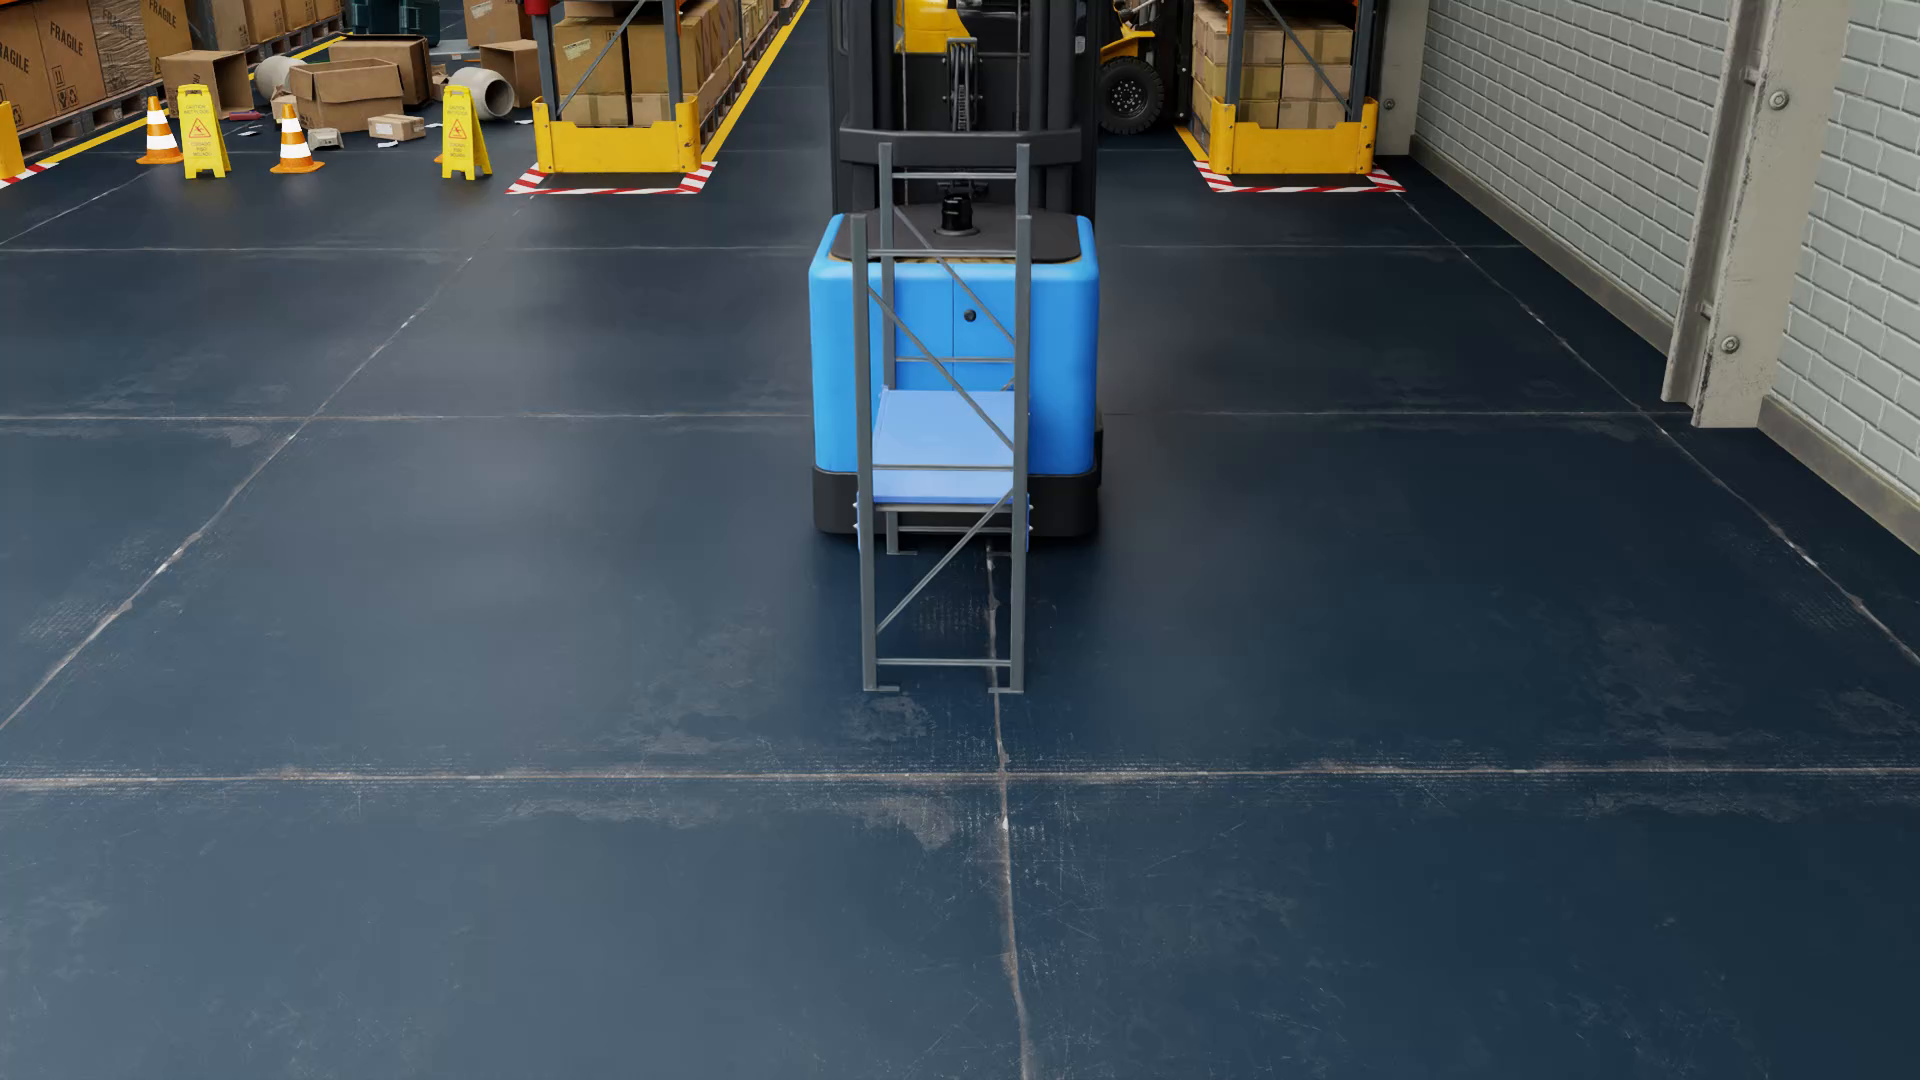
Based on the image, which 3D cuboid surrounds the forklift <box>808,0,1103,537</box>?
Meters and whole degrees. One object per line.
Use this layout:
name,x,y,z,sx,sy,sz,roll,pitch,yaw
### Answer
forklift,0.024,-1.911,6.919,1.130,2.935,3.031,1,24,2

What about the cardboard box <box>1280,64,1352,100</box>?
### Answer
cardboard box,2.646,-3.489,12.545,0.500,0.250,0.500,0,24,0

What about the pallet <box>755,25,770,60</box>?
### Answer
pallet,-2.590,-5.307,17.727,1.003,0.211,1.213,0,24,-1

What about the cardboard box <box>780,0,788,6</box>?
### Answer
cardboard box,-2.532,-6.909,19.955,0.875,0.875,0.875,0,24,-1

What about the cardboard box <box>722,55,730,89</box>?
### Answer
cardboard box,-2.272,-4.020,14.325,0.500,0.250,0.500,0,24,0

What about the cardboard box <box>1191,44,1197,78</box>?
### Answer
cardboard box,2.104,-3.913,13.482,0.500,0.250,0.500,-1,24,-2

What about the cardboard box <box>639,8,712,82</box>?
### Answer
cardboard box,-2.263,-3.943,13.246,0.500,0.500,0.500,-1,24,-3

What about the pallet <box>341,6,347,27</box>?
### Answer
pallet,-7.563,-6.388,20.119,1.003,0.211,1.213,0,24,-1

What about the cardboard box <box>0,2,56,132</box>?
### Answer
cardboard box,-7.542,-3.543,12.512,0.875,0.875,0.875,0,24,0

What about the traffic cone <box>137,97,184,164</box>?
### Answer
traffic cone,-6.055,-3.110,12.564,0.336,0.463,0.334,0,24,-1

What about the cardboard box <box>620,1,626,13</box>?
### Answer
cardboard box,-2.860,-4.263,13.167,0.380,0.149,0.250,0,24,0

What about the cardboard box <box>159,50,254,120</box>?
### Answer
cardboard box,-6.469,-3.916,14.298,0.500,0.500,0.500,4,25,9

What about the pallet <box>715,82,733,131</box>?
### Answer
pallet,-2.505,-3.701,14.178,1.003,0.211,1.213,0,24,-1

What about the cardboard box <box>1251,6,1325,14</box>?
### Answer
cardboard box,2.624,-4.133,13.362,0.500,0.250,0.500,0,24,-1

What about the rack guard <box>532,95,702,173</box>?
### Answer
rack guard,-2.521,-2.997,12.269,1.175,0.500,0.348,0,24,-1

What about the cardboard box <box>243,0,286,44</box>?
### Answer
cardboard box,-7.616,-5.508,17.008,1.050,0.750,0.750,0,24,-1

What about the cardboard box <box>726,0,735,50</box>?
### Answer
cardboard box,-2.282,-4.580,14.655,0.500,0.500,0.500,0,24,0

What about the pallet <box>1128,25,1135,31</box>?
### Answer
pallet,2.336,-5.313,17.741,1.003,0.211,1.213,0,24,-1

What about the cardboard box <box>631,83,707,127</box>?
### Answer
cardboard box,-2.252,-3.376,12.902,0.500,0.250,0.500,0,24,-1

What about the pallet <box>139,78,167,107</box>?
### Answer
pallet,-7.582,-4.104,15.069,1.003,0.211,1.213,0,24,-1

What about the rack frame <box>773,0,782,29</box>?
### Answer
rack frame,-2.607,-7.401,18.973,1.000,3.000,0.127,0,24,-1

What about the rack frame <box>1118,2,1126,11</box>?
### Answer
rack frame,2.356,-7.425,19.026,1.000,3.000,0.127,0,24,-1

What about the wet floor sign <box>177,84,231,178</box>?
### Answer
wet floor sign,-5.488,-2.965,12.022,0.267,0.644,0.232,-4,25,-10

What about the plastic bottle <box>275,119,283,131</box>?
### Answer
plastic bottle,-5.627,-3.466,13.838,0.133,0.061,0.283,-9,26,-19

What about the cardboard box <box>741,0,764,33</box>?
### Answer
cardboard box,-2.592,-5.545,17.550,0.950,0.372,0.625,1,24,1

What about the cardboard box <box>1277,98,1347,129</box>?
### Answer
cardboard box,2.634,-3.270,12.667,0.500,0.250,0.500,0,24,0

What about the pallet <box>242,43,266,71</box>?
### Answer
pallet,-7.596,-4.736,16.465,1.003,0.211,1.213,0,24,-1

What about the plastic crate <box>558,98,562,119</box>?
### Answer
plastic crate,-3.366,-3.772,14.492,0.402,0.080,0.583,-9,26,-19

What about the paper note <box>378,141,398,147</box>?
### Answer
paper note,-4.521,-3.132,13.138,0.148,0.019,0.142,-9,26,-19

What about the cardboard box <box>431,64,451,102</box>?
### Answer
cardboard box,-4.701,-4.161,15.129,0.258,0.266,0.396,-19,31,-36

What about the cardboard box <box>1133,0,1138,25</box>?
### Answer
cardboard box,2.364,-6.008,18.265,0.875,0.625,0.625,1,24,1

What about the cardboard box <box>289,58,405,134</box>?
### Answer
cardboard box,-5.071,-3.679,13.774,0.797,0.503,0.637,-19,31,-36

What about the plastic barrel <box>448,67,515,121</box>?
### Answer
plastic barrel,-4.056,-3.775,14.082,0.512,0.421,0.421,19,30,35

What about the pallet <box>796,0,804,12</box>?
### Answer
pallet,-2.551,-6.957,21.376,1.003,0.211,1.213,0,24,-1

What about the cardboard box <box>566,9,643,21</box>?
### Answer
cardboard box,-2.799,-3.928,13.213,0.500,0.500,0.500,1,24,1

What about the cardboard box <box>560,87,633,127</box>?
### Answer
cardboard box,-2.798,-3.384,12.920,0.500,0.250,0.500,0,24,-1

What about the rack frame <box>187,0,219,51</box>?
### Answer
rack frame,-7.512,-5.689,15.188,1.000,3.000,0.127,0,24,-1

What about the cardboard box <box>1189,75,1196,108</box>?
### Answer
cardboard box,2.130,-3.670,13.551,0.500,0.250,0.500,0,24,0

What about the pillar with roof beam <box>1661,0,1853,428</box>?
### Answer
pillar with roof beam,-0.902,-4.661,5.635,9.100,9.000,0.400,0,24,-1

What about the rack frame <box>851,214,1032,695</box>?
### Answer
rack frame,-0.051,-0.209,4.893,0.500,1.500,0.032,1,24,2

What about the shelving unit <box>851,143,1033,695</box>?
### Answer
shelving unit,-0.035,-0.419,5.356,0.538,1.500,1.048,1,24,2

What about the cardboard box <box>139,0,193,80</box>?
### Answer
cardboard box,-7.575,-4.652,14.965,0.875,0.875,0.875,0,24,0

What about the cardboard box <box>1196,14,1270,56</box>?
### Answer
cardboard box,2.115,-3.921,12.893,0.500,0.250,0.500,0,24,0
